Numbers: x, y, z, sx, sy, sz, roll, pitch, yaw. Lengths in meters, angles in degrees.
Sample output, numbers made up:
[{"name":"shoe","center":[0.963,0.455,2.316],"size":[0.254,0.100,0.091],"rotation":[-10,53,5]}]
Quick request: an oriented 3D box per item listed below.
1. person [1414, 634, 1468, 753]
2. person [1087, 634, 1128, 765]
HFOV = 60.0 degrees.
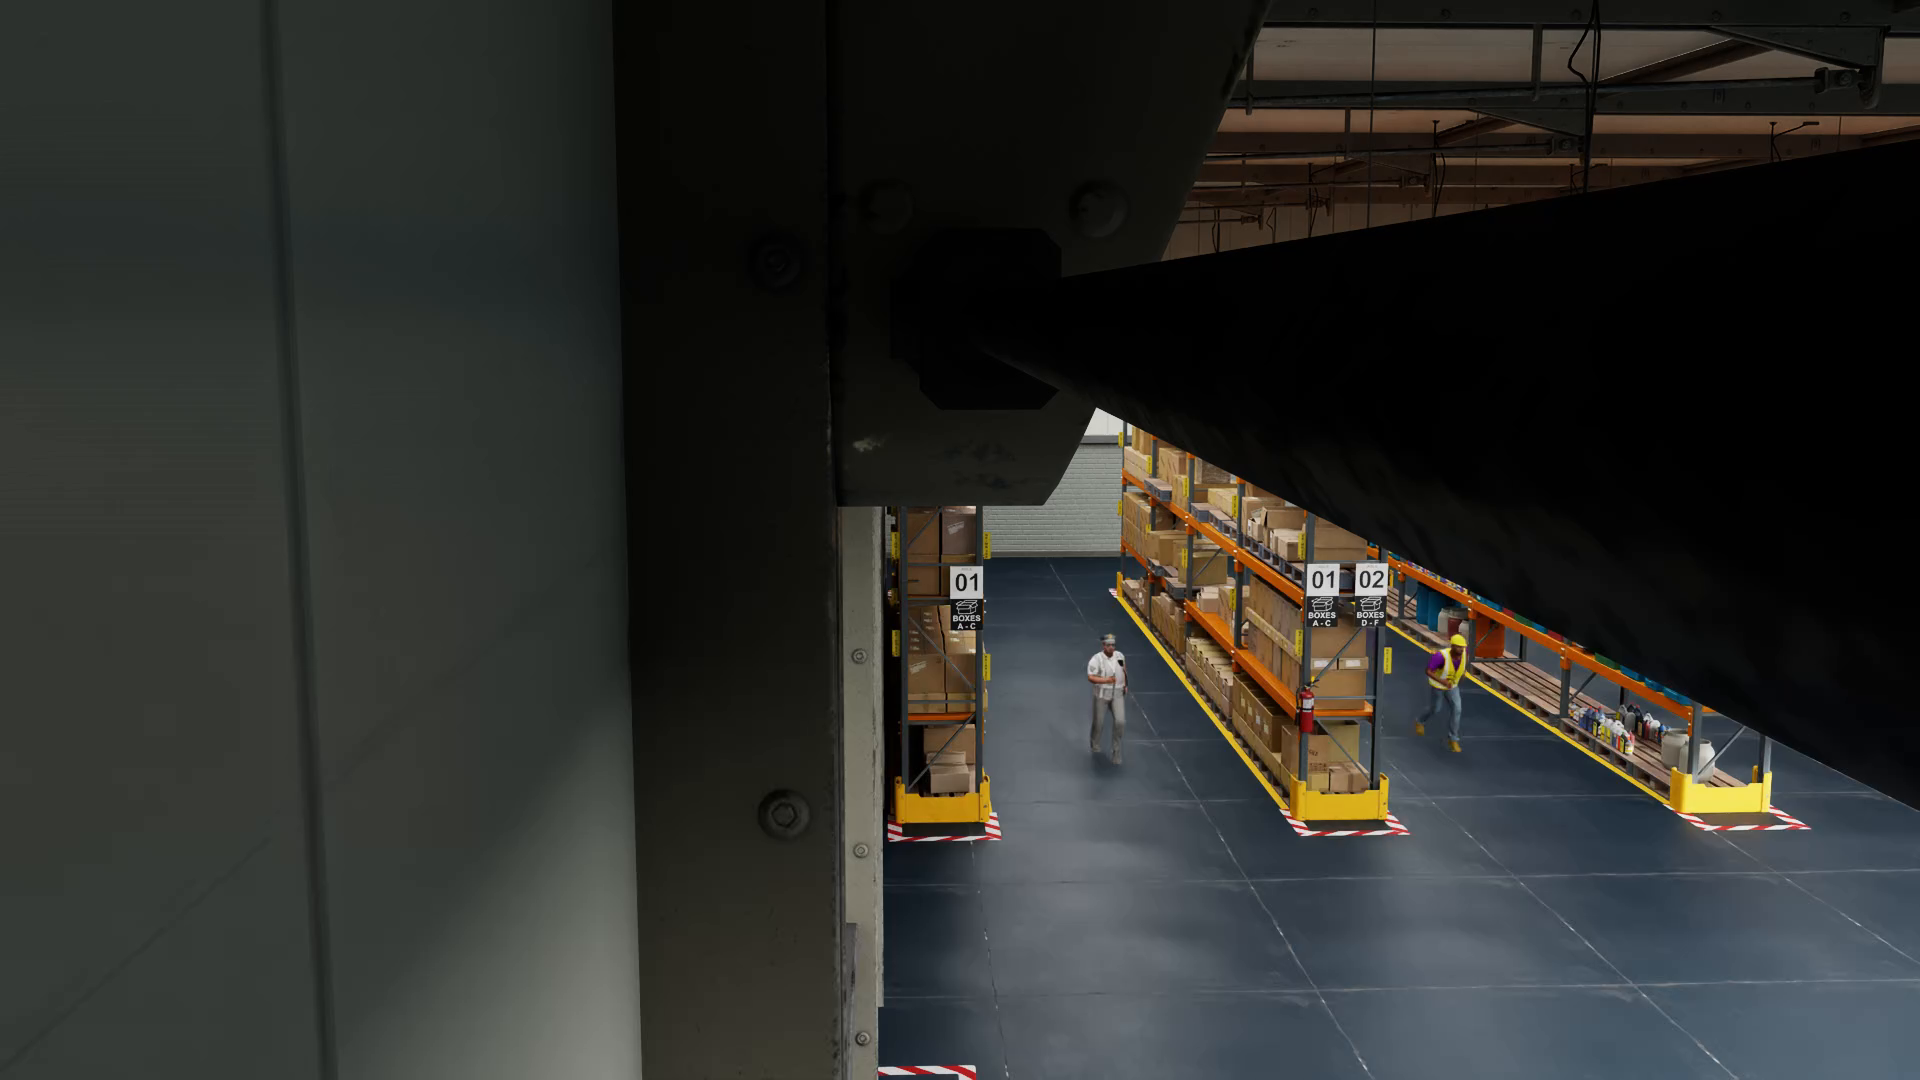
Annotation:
[{"name":"person","center":[6.967,2.148,24.025],"size":[0.746,1.713,1.008],"rotation":[-4,9,-25]},{"name":"person","center":[2.068,2.205,23.247],"size":[0.642,1.848,0.871],"rotation":[-2,8,-14]}]
